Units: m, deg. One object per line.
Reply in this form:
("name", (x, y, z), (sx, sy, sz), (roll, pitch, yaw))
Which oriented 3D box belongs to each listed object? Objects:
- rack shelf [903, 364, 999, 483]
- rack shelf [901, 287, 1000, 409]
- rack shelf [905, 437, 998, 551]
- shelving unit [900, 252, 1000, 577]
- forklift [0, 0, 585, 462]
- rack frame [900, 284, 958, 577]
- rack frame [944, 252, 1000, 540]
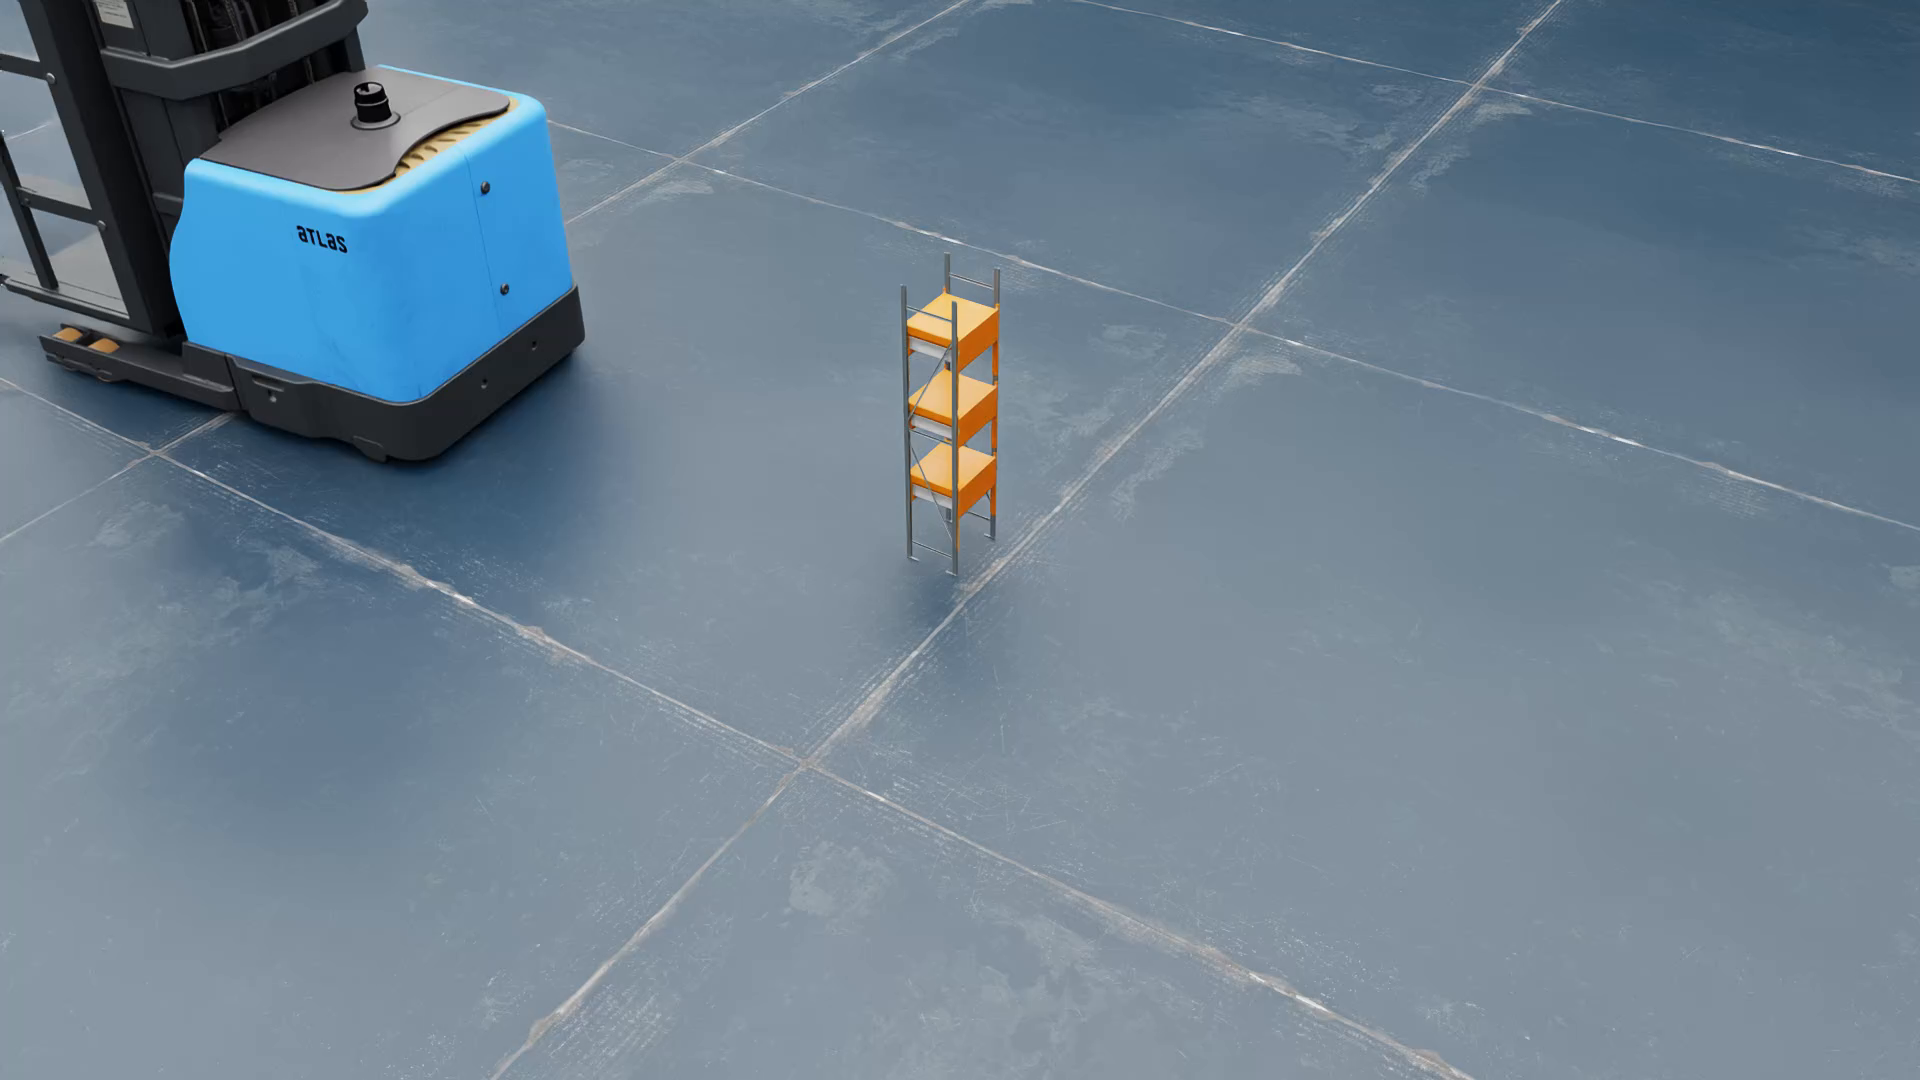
("rack shelf", (-0.029, -0.380, 5.400), (0.215, 0.259, 0.240), (21, 42, 25))
("rack shelf", (-0.029, -0.605, 5.227), (0.215, 0.259, 0.240), (21, 42, 25))
("rack shelf", (-0.029, -0.160, 5.570), (0.215, 0.259, 0.240), (21, 42, 25))
("shelving unit", (-0.029, -0.388, 5.394), (0.215, 1.050, 0.252), (21, 42, 25))
("forklift", (-3.064, -2.056, 6.017), (3.031, 2.935, 1.130), (16, 41, 20))
("rack frame", (-0.094, -0.325, 5.312), (0.200, 1.050, 0.008), (21, 42, 25))
("rack frame", (0.037, -0.451, 5.475), (0.200, 1.050, 0.008), (21, 42, 25))
